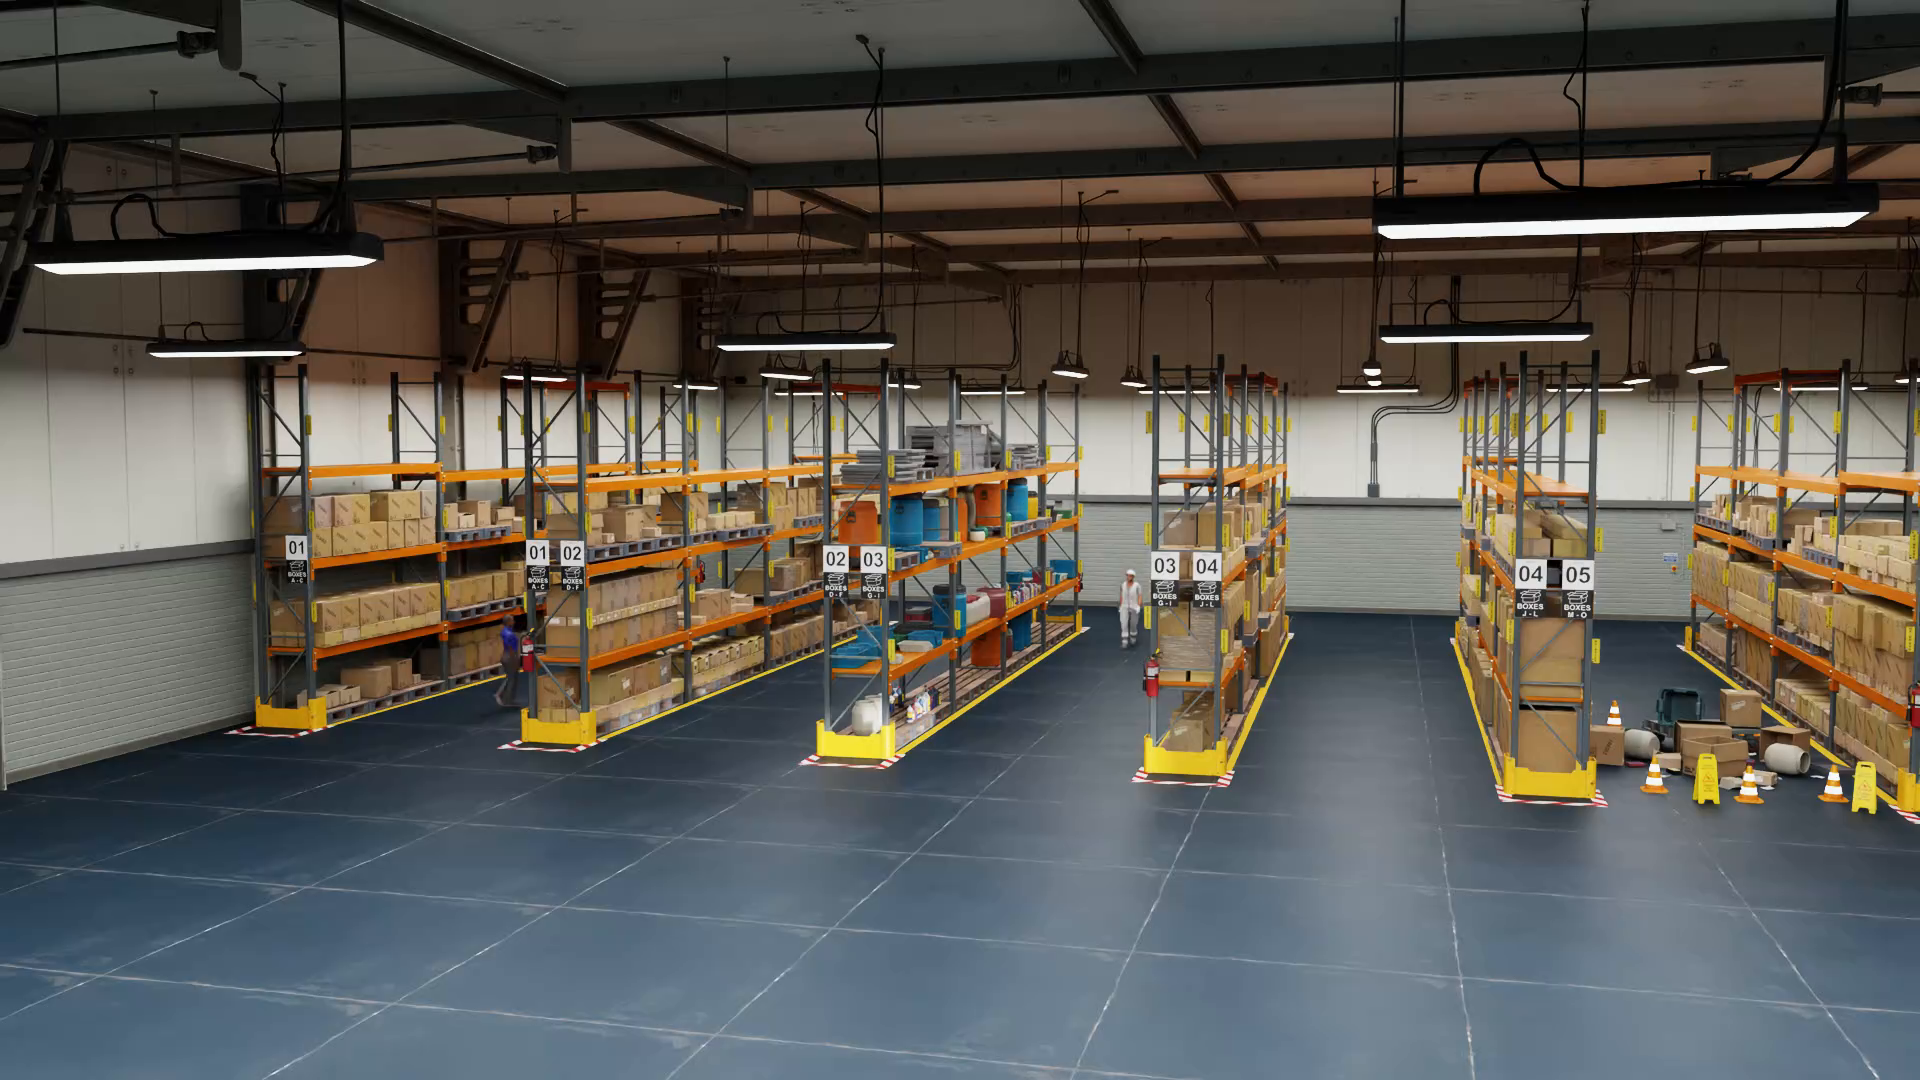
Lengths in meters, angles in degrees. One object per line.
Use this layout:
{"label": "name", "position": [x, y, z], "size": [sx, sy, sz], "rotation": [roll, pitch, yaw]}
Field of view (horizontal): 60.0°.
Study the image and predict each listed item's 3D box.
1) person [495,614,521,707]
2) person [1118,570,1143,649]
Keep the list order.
{"label": "person", "position": [-7.983, 2.135, 29.416], "size": [0.466, 1.649, 0.456], "rotation": [-4, 5, -42]}
{"label": "person", "position": [3.806, 1.540, 37.275], "size": [0.563, 1.736, 1.026], "rotation": [1, 4, 12]}
